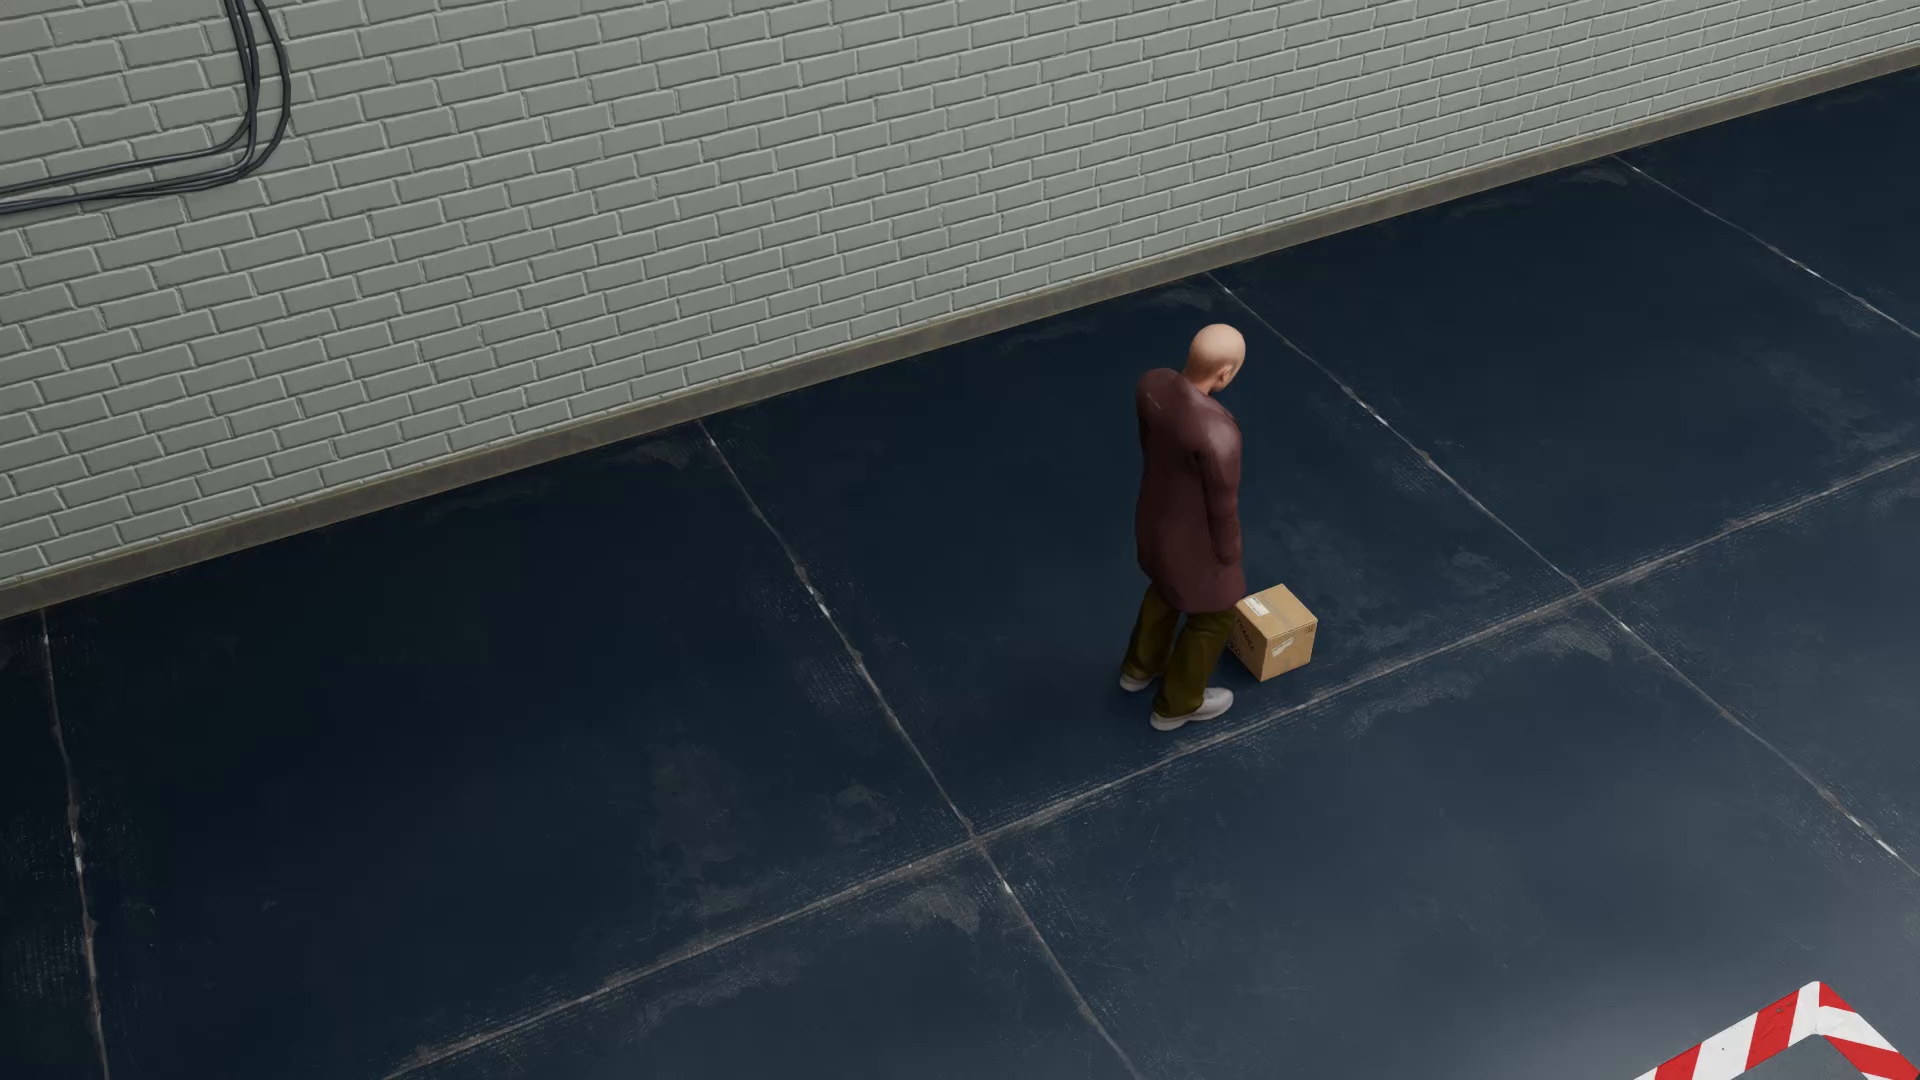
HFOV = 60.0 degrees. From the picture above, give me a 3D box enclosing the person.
[{"bbox_3d":[0.858,-0.049,6.254,0.389,1.751,0.575,-18,44,-20],"label":"person"}]
